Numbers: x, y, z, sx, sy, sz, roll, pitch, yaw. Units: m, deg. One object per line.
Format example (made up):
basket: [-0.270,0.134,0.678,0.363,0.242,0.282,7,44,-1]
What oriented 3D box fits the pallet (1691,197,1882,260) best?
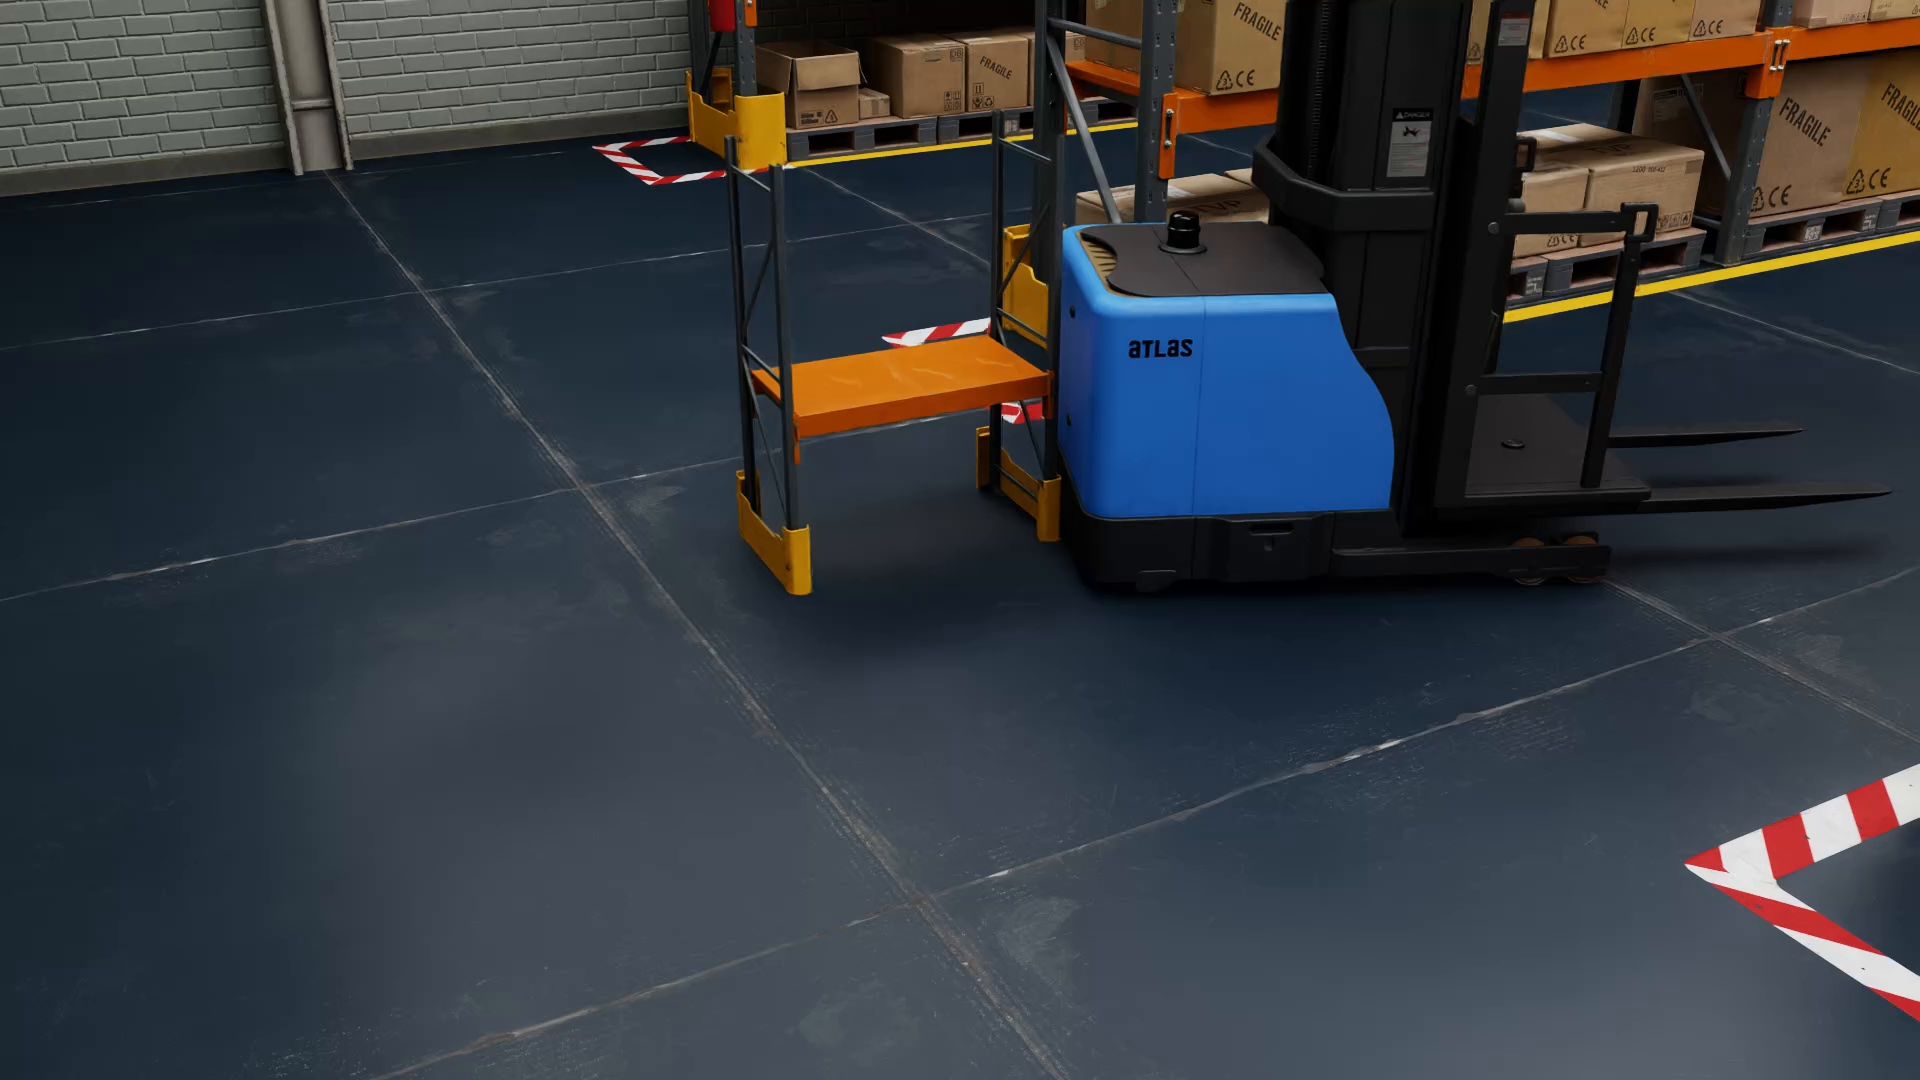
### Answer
pallet: [4.818,-2.027,10.228,1.213,0.211,1.003,-13,29,-25]

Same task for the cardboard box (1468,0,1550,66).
cardboard box: [2.526,-2.635,8.158,0.500,0.500,0.500,-12,28,-23]

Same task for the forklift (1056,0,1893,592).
forklift: [1.891,-1.386,5.750,3.031,2.935,1.130,-2,26,-4]

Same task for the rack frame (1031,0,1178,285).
rack frame: [0.643,-2.283,7.540,0.127,3.000,1.000,-13,29,-25]

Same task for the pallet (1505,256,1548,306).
pallet: [2.387,-1.466,9.059,1.213,0.211,1.003,-13,29,-25]

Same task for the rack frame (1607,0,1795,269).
rack frame: [4.172,-3.098,9.237,0.127,3.000,1.000,-13,29,-25]

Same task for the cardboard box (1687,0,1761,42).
cardboard box: [3.883,-2.951,8.815,0.500,0.500,0.500,-13,28,-25]

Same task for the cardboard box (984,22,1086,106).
cardboard box: [0.577,-3.700,12.893,0.500,0.500,0.700,-14,29,-27]

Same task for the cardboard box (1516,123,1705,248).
cardboard box: [3.568,-2.045,9.520,0.875,0.438,0.875,-13,29,-26]

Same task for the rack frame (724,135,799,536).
rack frame: [-0.680,-0.599,5.765,0.032,1.500,0.500,-12,28,-23]

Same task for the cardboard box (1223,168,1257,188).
cardboard box: [1.982,-1.680,8.758,0.875,0.438,0.875,-12,28,-24]

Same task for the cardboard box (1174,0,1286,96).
cardboard box: [1.202,-2.317,7.494,0.500,0.500,0.500,-13,29,-25]

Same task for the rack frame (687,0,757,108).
rack frame: [-1.696,-4.178,11.487,0.127,3.000,1.000,-13,29,-25]

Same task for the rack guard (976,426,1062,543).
rack guard: [0.220,-0.222,6.423,0.087,0.250,0.587,-12,28,-23]

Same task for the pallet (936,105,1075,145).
pallet: [0.149,-3.346,12.976,1.213,0.211,1.003,-13,29,-25]

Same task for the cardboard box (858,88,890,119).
cardboard box: [-0.719,-3.242,12.346,0.250,0.149,0.380,-14,29,-27]

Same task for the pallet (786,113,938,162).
pallet: [-0.926,-3.099,12.462,1.213,0.211,1.003,-13,29,-25]

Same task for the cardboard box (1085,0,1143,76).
cardboard box: [0.944,-2.528,7.934,0.500,0.500,0.500,-13,28,-25]

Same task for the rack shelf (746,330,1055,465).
rack shelf: [-0.221,-0.532,6.040,1.000,0.185,0.538,-12,28,-23]

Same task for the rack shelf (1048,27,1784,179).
rack shelf: [2.408,-2.366,8.544,4.000,0.370,1.077,-13,29,-25]

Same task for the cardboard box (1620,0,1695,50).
cardboard box: [3.432,-2.844,8.593,0.500,0.500,0.500,-14,29,-26]

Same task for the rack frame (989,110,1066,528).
rack frame: [0.237,-0.789,6.160,0.032,1.500,0.500,-12,28,-23]

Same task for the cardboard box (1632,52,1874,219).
cardboard box: [4.682,-2.486,9.933,0.875,0.875,0.875,-12,28,-24]

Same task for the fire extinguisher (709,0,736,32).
fire extinguisher: [-1.608,-3.769,11.154,0.183,0.674,0.296,-13,29,-25]

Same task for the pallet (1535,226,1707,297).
pallet: [3.465,-1.716,9.580,1.213,0.211,1.003,-13,29,-25]

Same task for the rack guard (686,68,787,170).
rack guard: [-1.629,-3.067,12.060,0.348,0.500,1.175,-13,29,-25]

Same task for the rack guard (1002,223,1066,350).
rack guard: [0.622,-1.152,8.071,0.348,0.500,1.175,-13,29,-25]

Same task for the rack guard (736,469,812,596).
rack guard: [-0.679,-0.036,6.036,0.087,0.250,0.587,-12,28,-23]

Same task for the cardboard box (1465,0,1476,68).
cardboard box: [2.092,-2.527,7.932,0.500,0.500,0.500,-13,29,-25]

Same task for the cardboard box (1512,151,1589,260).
cardboard box: [2.778,-1.863,9.139,0.875,0.438,0.875,-14,29,-27]

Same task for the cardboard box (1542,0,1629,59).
cardboard box: [2.995,-2.736,8.368,0.500,0.500,0.500,-13,29,-26]

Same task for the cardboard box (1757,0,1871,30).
cardboard box: [4.685,-3.019,9.246,0.500,0.250,0.500,-14,29,-26]

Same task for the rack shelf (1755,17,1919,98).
rack shelf: [5.937,-3.181,10.241,4.000,0.370,1.077,-13,29,-25]

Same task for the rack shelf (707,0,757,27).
rack shelf: [0.069,-4.261,12.491,4.000,0.370,1.077,-13,29,-25]

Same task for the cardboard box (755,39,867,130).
cardboard box: [-1.112,-3.331,12.120,0.637,0.503,0.797,-14,29,-27]

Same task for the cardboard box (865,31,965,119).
cardboard box: [-0.339,-3.488,12.453,0.500,0.500,0.700,-12,28,-23]

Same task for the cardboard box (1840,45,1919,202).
cardboard box: [5.475,-2.673,10.322,0.875,0.875,0.875,-12,28,-24]

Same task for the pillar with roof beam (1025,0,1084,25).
pillar with roof beam: [2.821,-6.256,8.882,0.400,9.000,9.100,-13,29,-25]

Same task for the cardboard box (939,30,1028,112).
cardboard box: [0.174,-3.558,12.598,0.500,0.500,0.500,-12,28,-24]

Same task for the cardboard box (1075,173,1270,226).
cardboard box: [1.178,-1.490,8.363,0.875,0.438,0.875,-14,29,-27]

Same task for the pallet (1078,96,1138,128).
pallet: [1.227,-3.596,13.497,1.213,0.211,1.003,-13,29,-25]

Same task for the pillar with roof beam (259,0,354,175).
pillar with roof beam: [-2.474,-5.034,6.337,0.400,9.000,9.100,-13,29,-25]

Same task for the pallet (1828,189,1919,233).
pallet: [5.896,-2.277,10.749,1.213,0.211,1.003,-13,29,-25]

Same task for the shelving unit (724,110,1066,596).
shelving unit: [-0.230,-0.692,5.959,1.083,1.500,0.587,-12,28,-23]

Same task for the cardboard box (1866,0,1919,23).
cardboard box: [5.141,-3.125,9.467,0.500,0.250,0.500,-14,29,-26]
